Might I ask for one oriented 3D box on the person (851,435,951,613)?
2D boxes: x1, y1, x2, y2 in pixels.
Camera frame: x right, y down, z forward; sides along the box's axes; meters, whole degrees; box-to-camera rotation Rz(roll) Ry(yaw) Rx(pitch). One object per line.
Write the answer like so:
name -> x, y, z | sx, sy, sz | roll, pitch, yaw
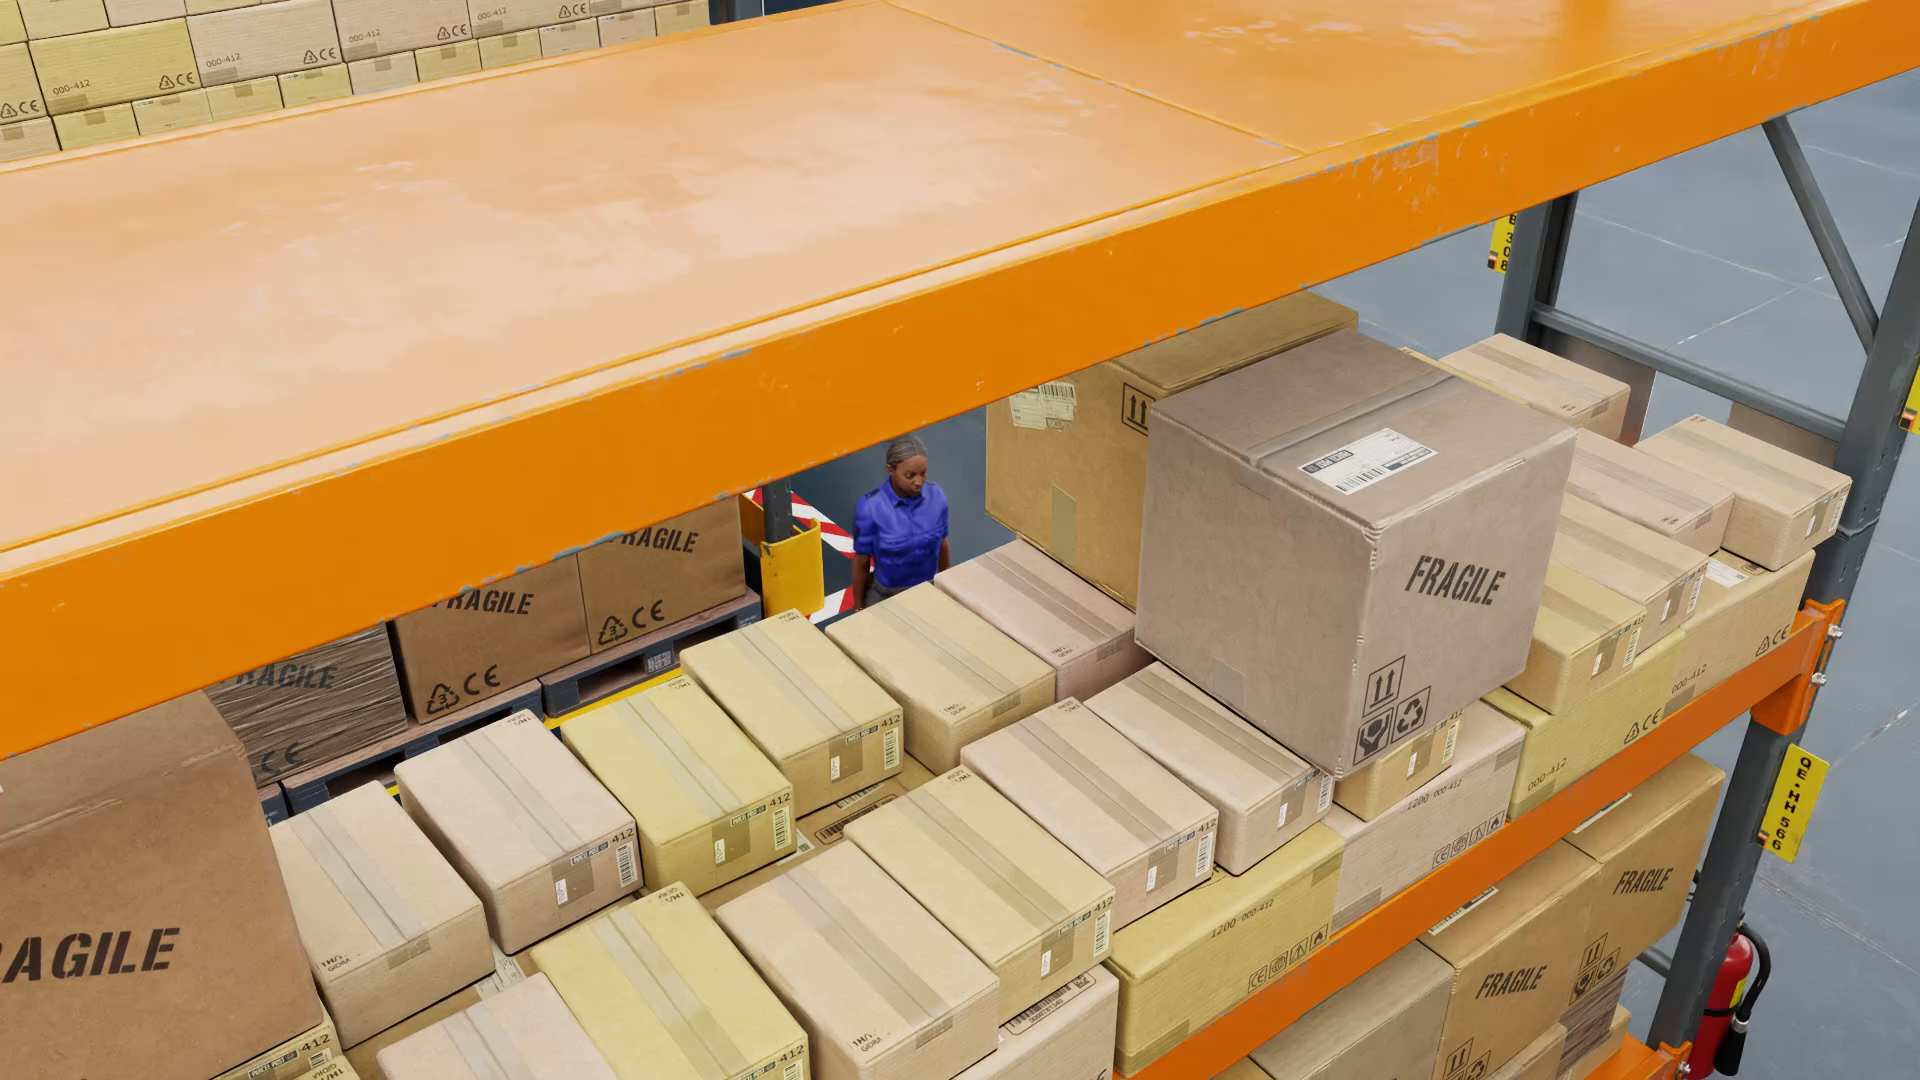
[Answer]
person -> -0.261, 0.286, 7.334 | 0.500, 1.678, 0.481 | -15, 35, -22
